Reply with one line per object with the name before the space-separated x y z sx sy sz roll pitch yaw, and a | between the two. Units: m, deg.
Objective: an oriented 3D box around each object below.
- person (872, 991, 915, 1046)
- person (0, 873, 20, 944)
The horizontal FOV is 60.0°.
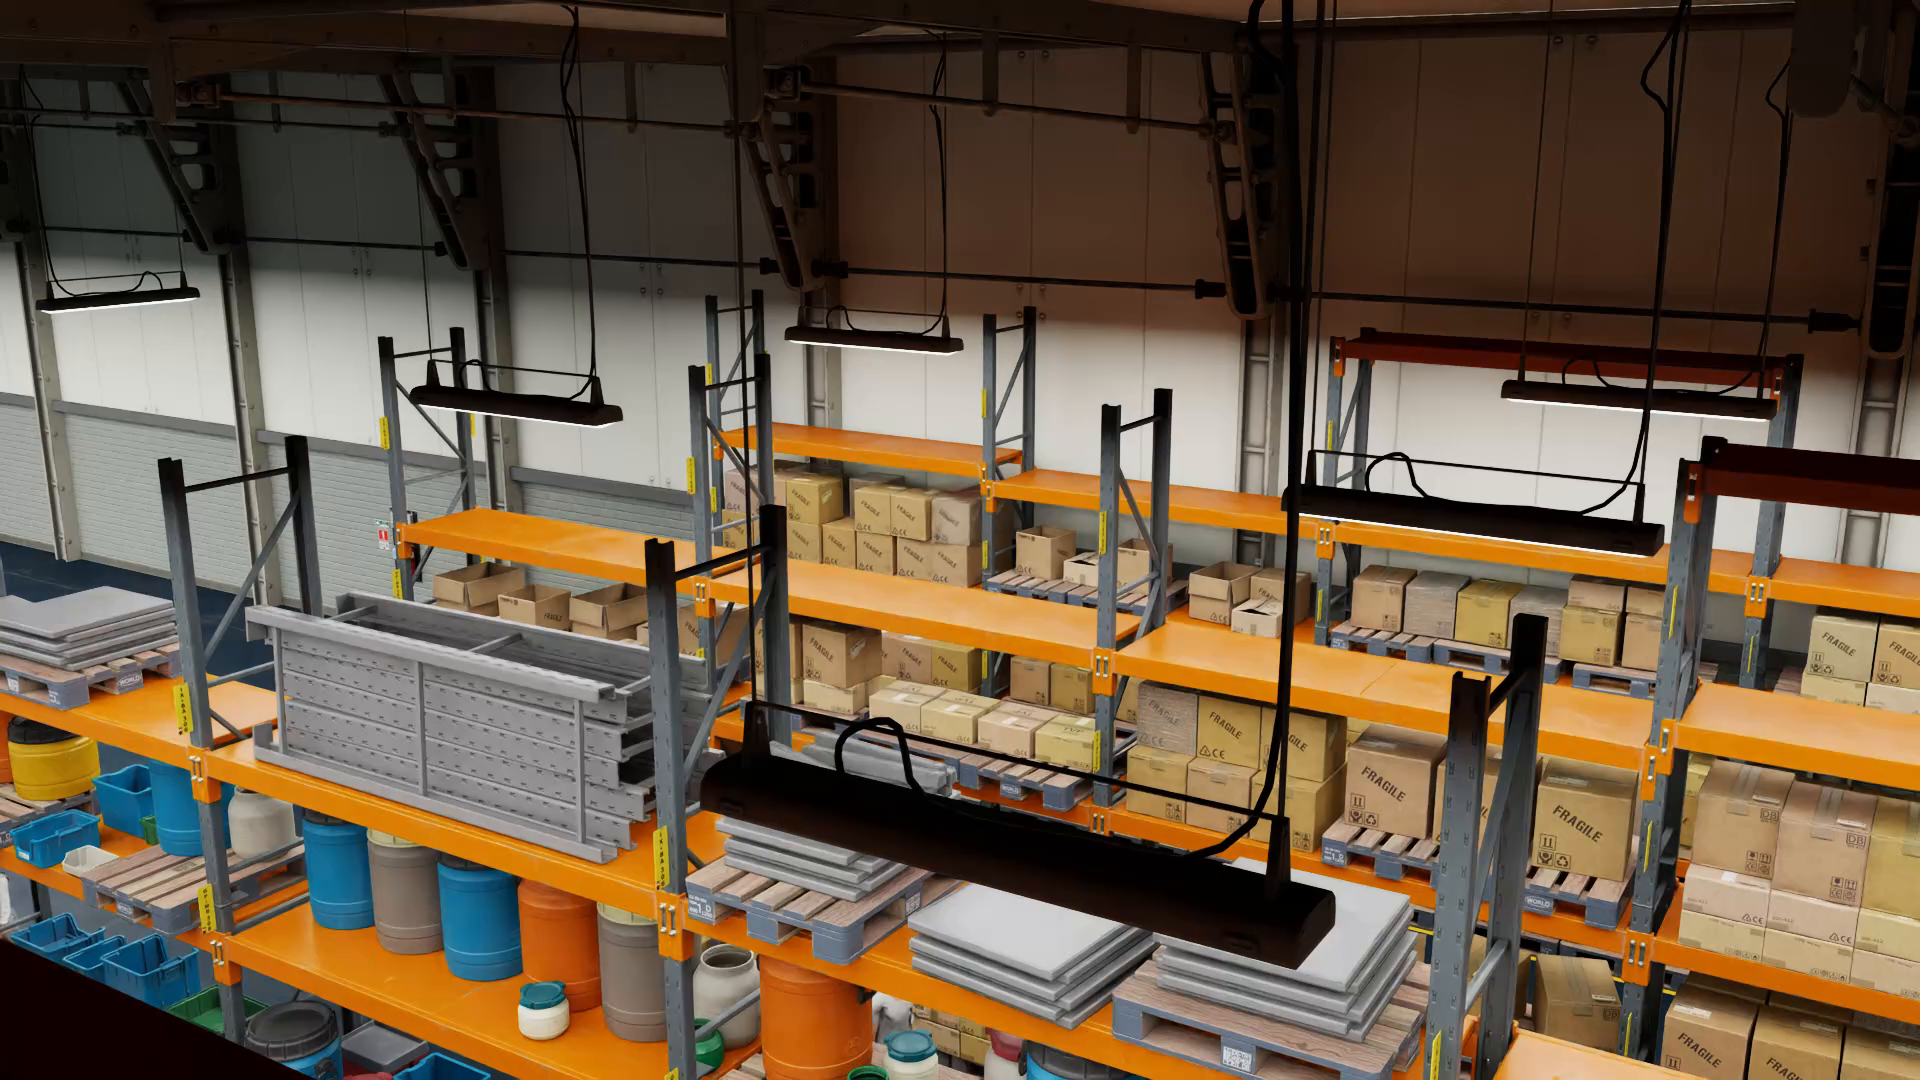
person | -0.594 4.080 13.277 0.491 1.670 0.495 11 18 38
person | -8.961 3.594 15.386 0.456 1.551 0.848 2 14 9
